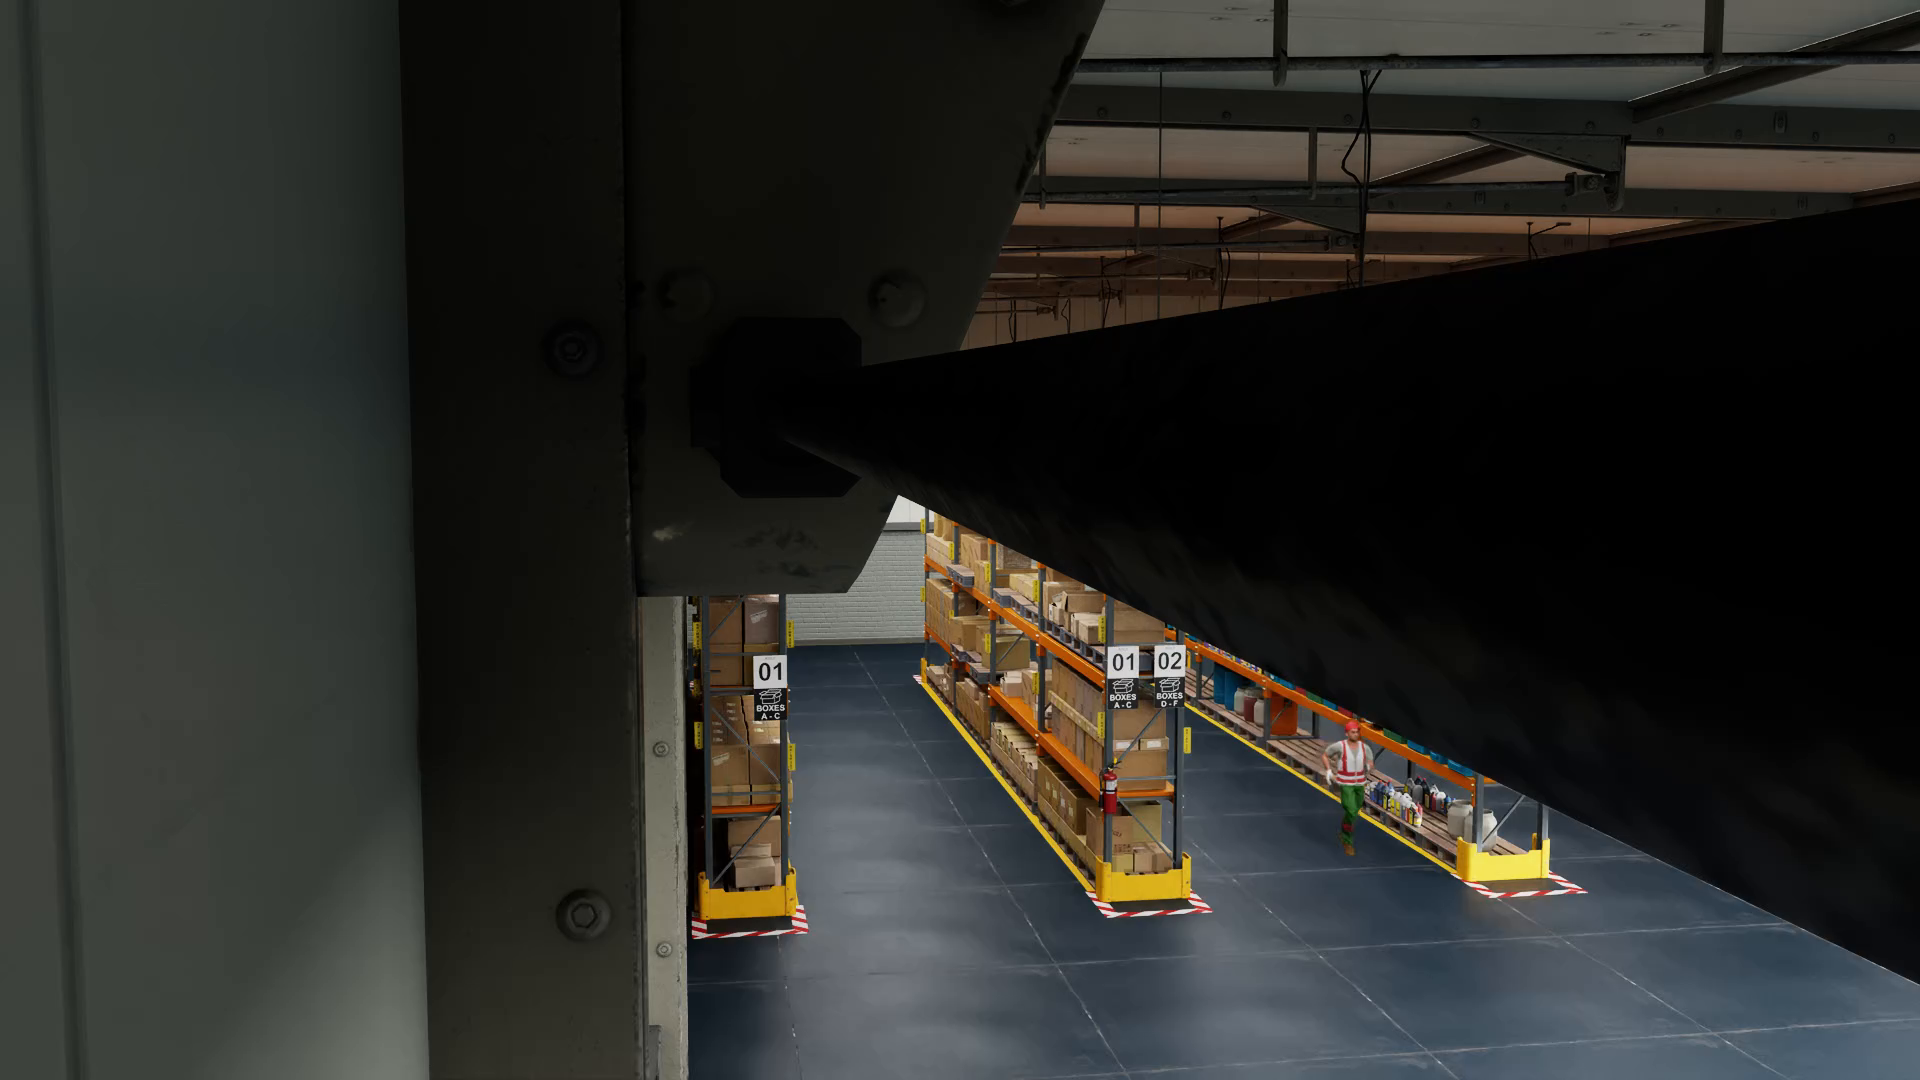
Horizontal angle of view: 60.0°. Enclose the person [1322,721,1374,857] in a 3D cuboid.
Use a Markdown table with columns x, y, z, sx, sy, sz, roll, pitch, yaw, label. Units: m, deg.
| x | y | z | sx | sy | sz | roll | pitch | yaw | label |
| --- | --- | --- | --- | --- | --- | --- | --- | --- | --- |
| 5.395 | 3.418 | 22.965 | 0.643 | 1.846 | 0.774 | -1 | 5 | -16 | person |
